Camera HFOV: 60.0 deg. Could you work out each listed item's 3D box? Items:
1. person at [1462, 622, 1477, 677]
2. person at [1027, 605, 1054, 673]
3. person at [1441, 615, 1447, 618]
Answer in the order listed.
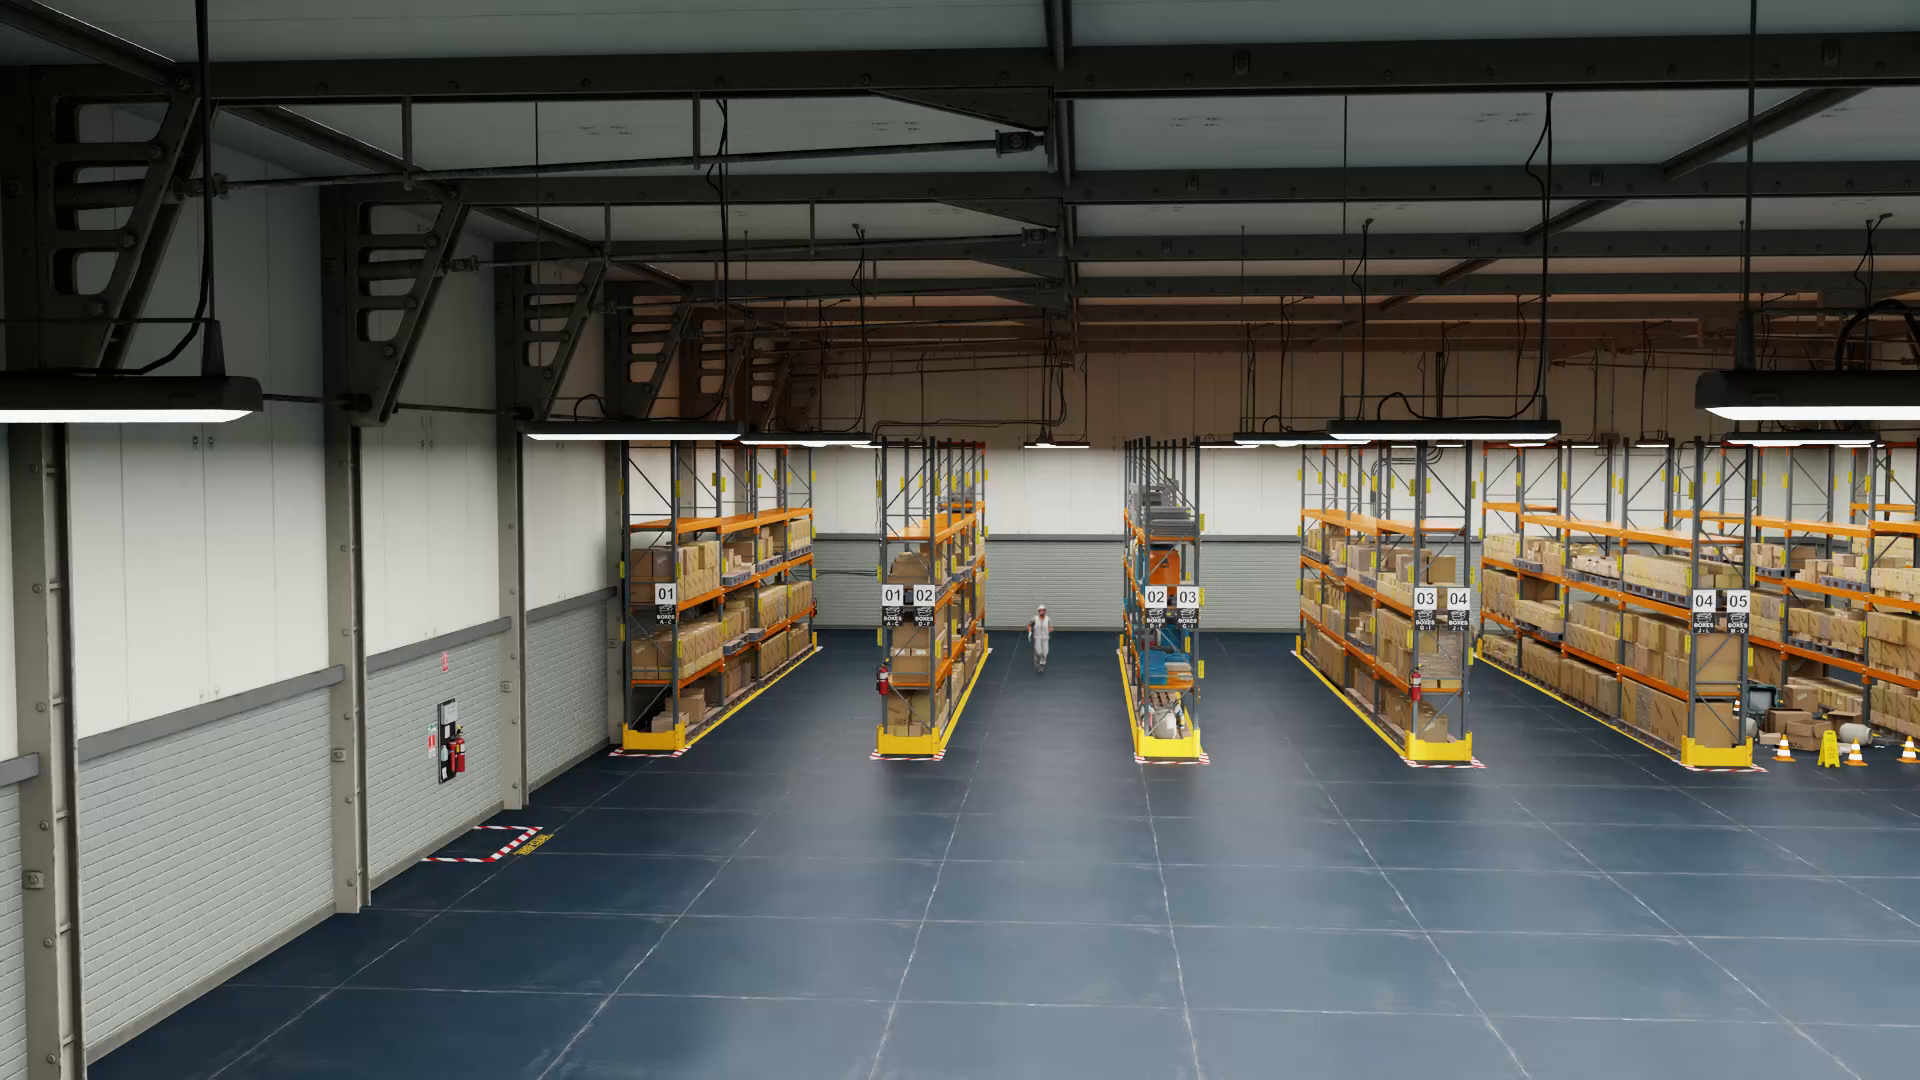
[{"bbox_3d":[12.923,2.645,42.457,0.593,1.631,0.806,0,3,7],"label":"person"},{"bbox_3d":[2.085,2.550,42.578,0.646,1.743,0.650,0,3,-8],"label":"person"},{"bbox_3d":[13.196,2.527,45.799,0.591,1.538,0.746,1,3,15],"label":"person"}]
